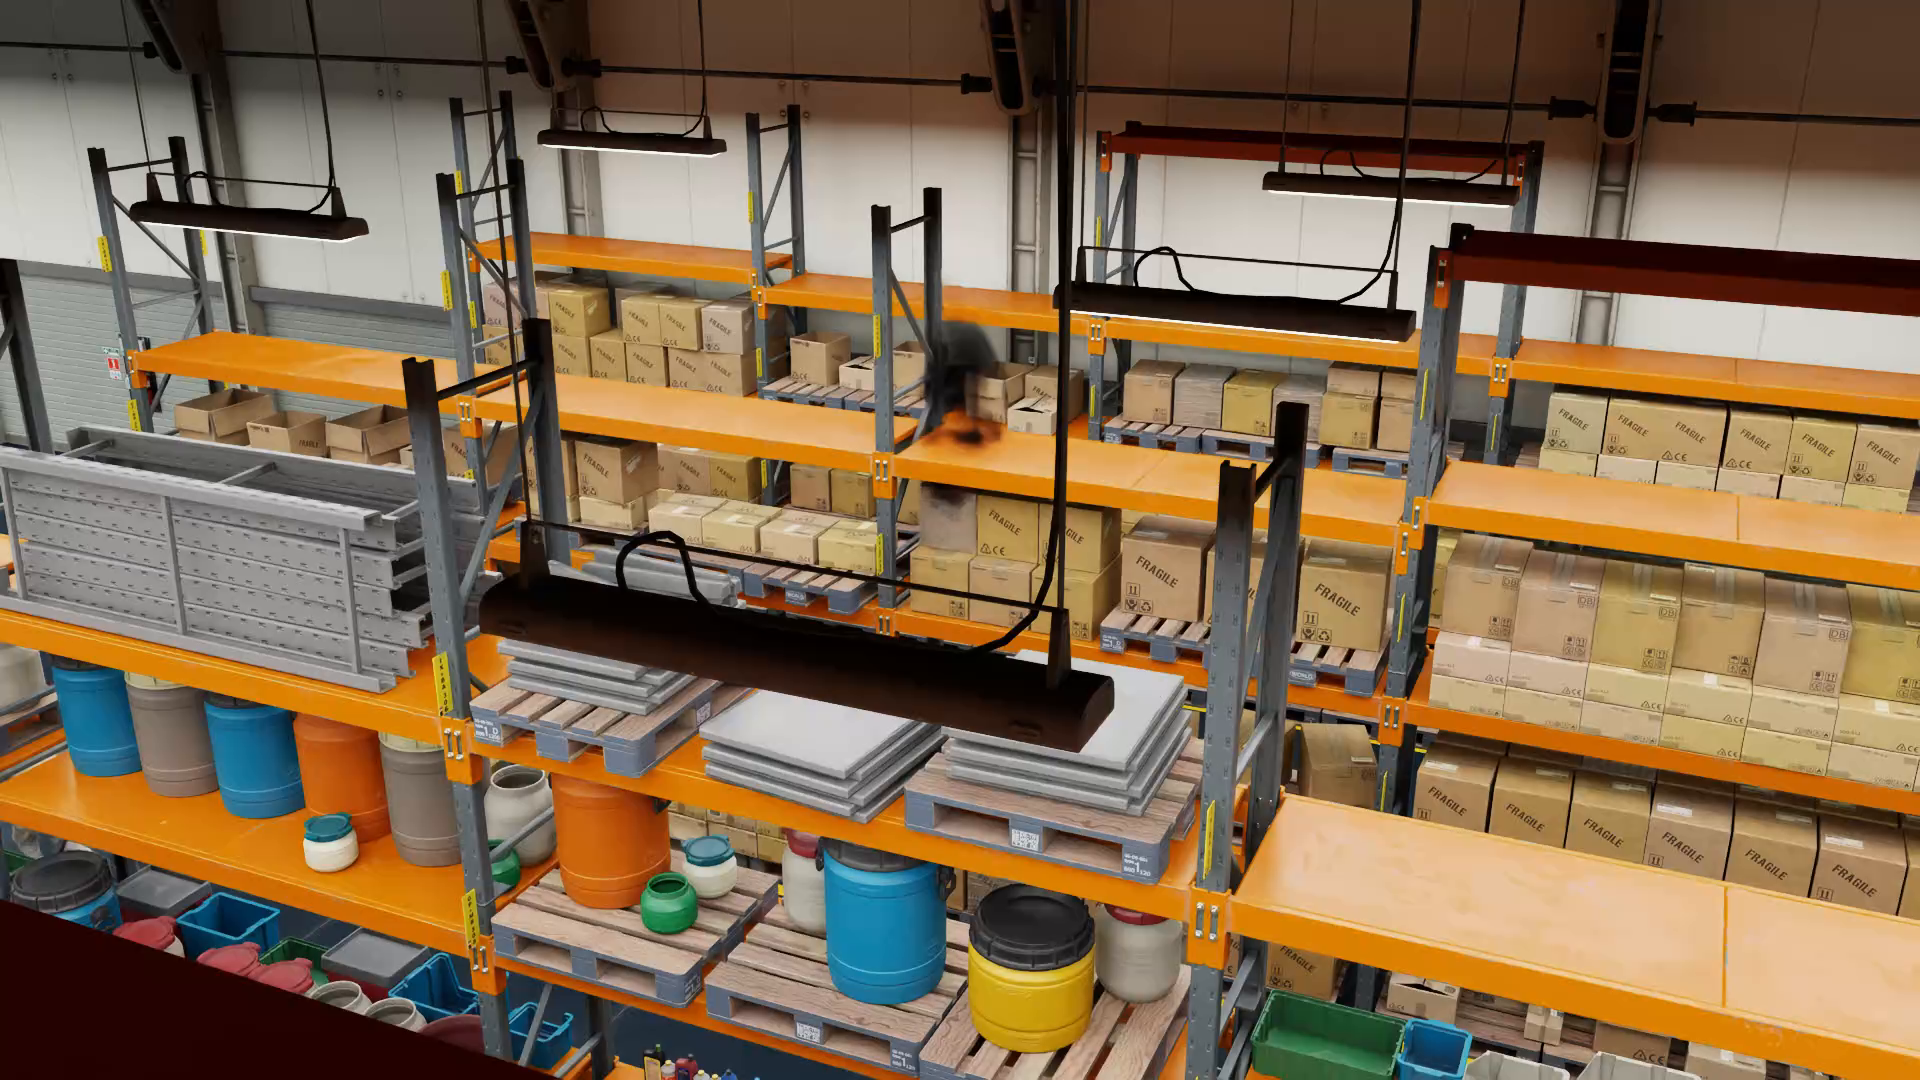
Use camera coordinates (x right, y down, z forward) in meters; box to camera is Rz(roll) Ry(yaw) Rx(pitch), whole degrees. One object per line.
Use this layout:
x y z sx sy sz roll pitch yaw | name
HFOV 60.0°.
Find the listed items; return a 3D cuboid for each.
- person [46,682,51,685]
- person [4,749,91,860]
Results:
-9.909 1.219 17.179 0.848 1.648 0.616 -15 25 -35 | person
-7.742 2.286 14.047 1.002 1.799 0.672 11 23 27 | person
